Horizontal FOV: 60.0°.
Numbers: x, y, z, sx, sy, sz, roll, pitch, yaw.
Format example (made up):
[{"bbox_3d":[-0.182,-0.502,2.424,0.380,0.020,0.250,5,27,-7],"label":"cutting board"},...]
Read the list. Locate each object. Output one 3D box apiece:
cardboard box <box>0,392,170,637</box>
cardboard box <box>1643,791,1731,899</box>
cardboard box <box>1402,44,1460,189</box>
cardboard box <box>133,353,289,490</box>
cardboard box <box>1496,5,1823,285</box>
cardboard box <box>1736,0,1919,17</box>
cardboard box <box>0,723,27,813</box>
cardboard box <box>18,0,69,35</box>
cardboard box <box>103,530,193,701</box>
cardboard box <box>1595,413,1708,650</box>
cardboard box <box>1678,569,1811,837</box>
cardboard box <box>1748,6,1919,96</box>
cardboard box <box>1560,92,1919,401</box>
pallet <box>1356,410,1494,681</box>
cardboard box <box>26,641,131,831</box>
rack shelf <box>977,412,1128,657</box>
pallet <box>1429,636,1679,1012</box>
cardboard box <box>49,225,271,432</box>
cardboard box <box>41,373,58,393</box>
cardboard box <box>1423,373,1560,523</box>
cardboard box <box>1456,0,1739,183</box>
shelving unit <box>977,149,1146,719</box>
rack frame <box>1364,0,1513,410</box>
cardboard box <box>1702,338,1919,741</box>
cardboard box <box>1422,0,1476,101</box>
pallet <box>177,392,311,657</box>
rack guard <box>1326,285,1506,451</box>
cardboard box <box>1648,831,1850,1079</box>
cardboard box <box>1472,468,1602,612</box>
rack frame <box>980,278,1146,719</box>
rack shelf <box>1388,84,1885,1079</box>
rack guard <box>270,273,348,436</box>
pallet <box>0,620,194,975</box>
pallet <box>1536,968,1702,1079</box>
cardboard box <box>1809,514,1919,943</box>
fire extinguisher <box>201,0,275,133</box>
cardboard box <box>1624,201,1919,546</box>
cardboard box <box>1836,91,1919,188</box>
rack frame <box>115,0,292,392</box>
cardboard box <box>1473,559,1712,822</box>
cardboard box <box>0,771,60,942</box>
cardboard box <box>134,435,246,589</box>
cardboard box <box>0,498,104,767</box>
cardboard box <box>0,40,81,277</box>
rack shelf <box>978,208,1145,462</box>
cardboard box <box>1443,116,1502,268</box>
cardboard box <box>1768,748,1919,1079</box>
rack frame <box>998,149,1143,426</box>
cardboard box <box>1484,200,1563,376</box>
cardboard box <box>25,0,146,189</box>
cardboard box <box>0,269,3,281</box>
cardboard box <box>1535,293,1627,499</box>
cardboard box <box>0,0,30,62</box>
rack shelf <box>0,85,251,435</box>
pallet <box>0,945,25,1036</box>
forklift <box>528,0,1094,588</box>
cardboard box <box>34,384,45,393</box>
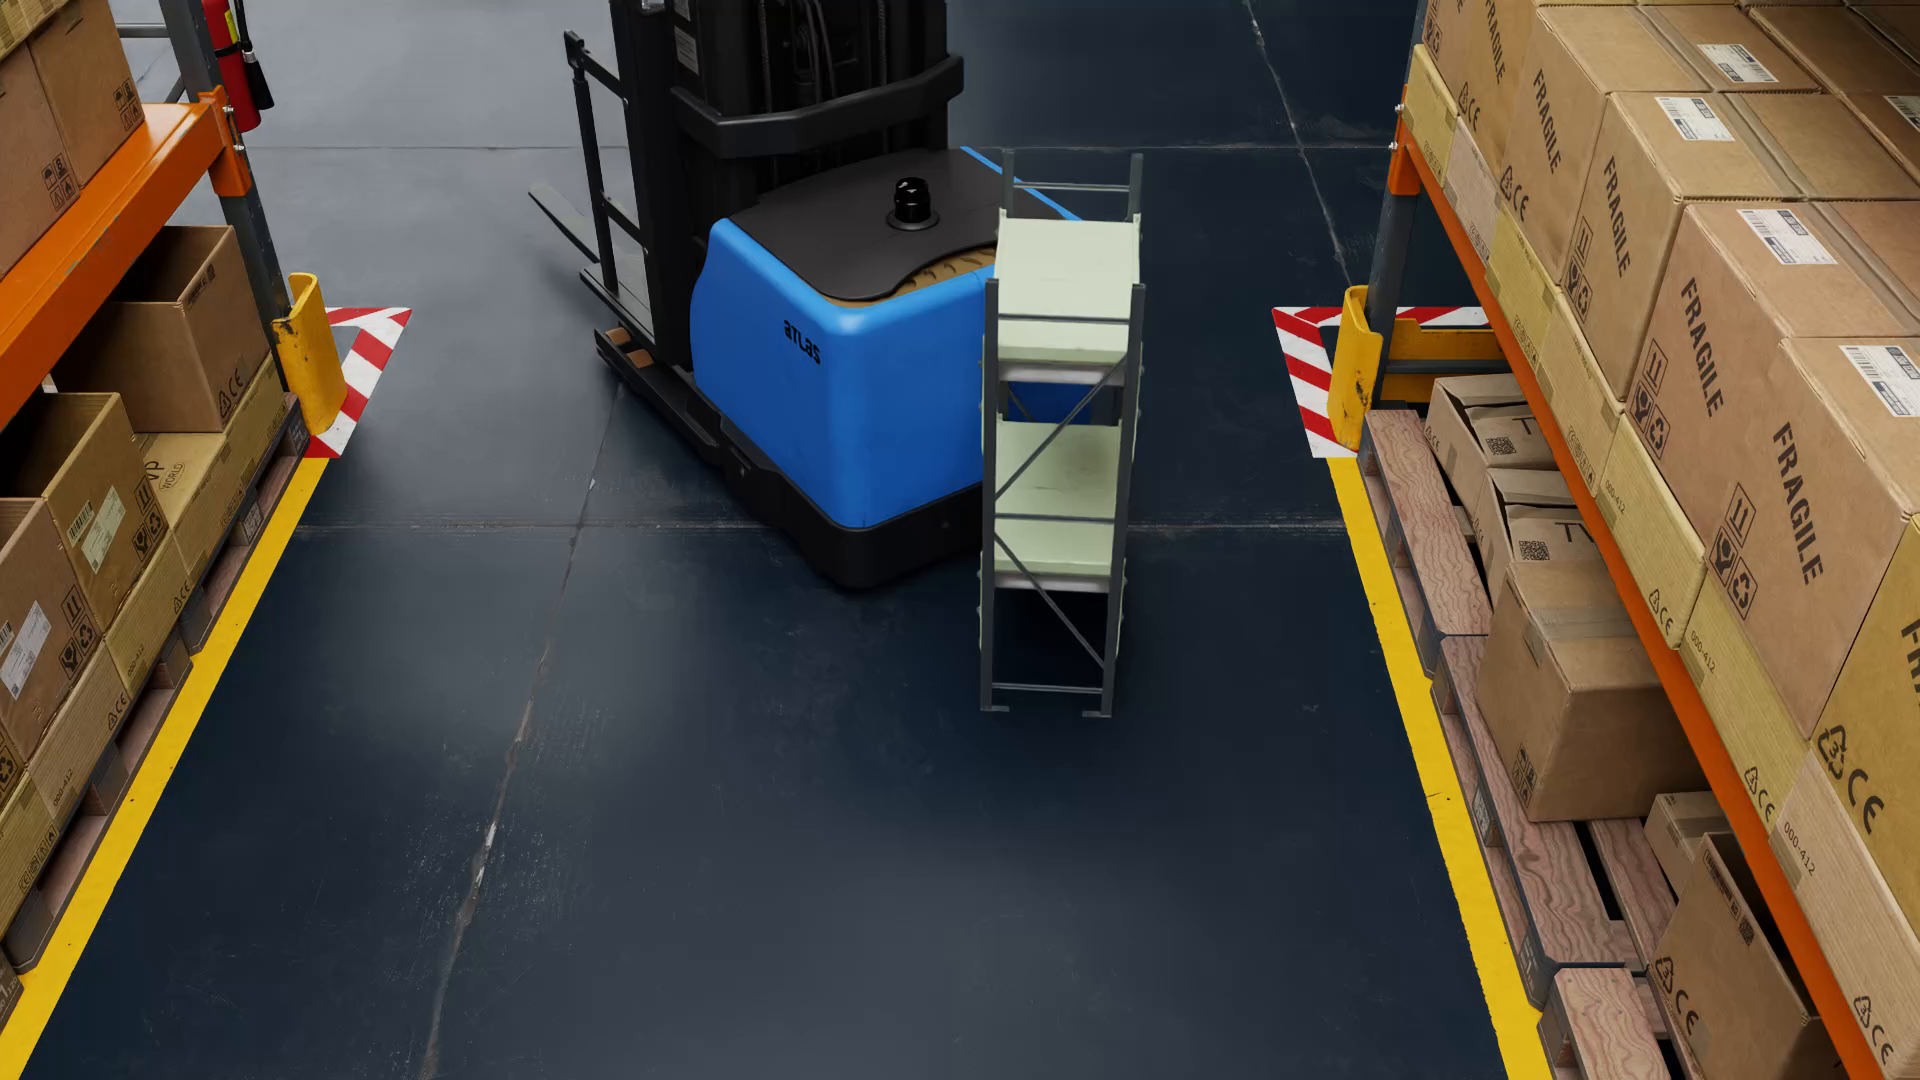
[{"bbox_3d":[-2.648,-0.075,4.708,0.500,0.500,0.500,0,39,0],"label":"cardboard box"},{"bbox_3d":[2.015,0.785,4.300,0.380,0.149,0.250,-3,39,-4],"label":"cardboard box"},{"bbox_3d":[1.675,-1.301,5.079,0.500,0.250,0.500,-1,39,-1],"label":"cardboard box"},{"bbox_3d":[-2.666,-0.407,5.723,0.500,0.250,0.500,0,39,0],"label":"cardboard box"},{"bbox_3d":[1.677,-0.968,4.064,0.500,0.500,0.500,-1,39,-2],"label":"cardboard box"},{"bbox_3d":[2.196,-1.290,4.465,0.500,0.500,0.500,0,39,1],"label":"cardboard box"},{"bbox_3d":[-2.646,0.551,3.927,0.500,0.500,0.500,0,39,0],"label":"cardboard box"},{"bbox_3d":[-2.769,-1.541,4.676,0.380,0.149,0.250,1,39,1],"label":"cardboard box"},{"bbox_3d":[-2.651,0.218,4.942,0.500,0.250,0.500,0,39,0],"label":"cardboard box"},{"bbox_3d":[1.685,-0.027,3.489,0.500,0.250,0.500,0,39,0],"label":"cardboard box"},{"bbox_3d":[1.701,0.287,3.097,0.500,0.250,0.500,0,39,0],"label":"cardboard box"},{"bbox_3d":[2.201,-0.967,4.062,0.500,0.500,0.500,-1,39,-1],"label":"cardboard box"},{"bbox_3d":[1.689,-0.646,3.661,0.500,0.500,0.500,1,39,1],"label":"cardboard box"},{"bbox_3d":[1.958,-0.014,5.598,1.003,0.211,1.213,0,39,0],"label":"pallet"},{"bbox_3d":[-2.652,0.531,4.552,0.500,0.250,0.500,0,39,0],"label":"cardboard box"},{"bbox_3d":[0.291,-0.030,5.110,0.431,0.370,0.720,3,39,3],"label":"rack shelf"},{"bbox_3d":[1.956,0.747,4.649,1.003,0.211,1.213,0,39,0],"label":"pallet"},{"bbox_3d":[-2.663,-0.700,5.488,0.500,0.500,0.500,0,39,0],"label":"cardboard box"},{"bbox_3d":[-3.184,-0.407,5.722,0.500,0.250,0.500,0,39,0],"label":"cardboard box"},{"bbox_3d":[1.903,-0.347,5.583,0.500,0.311,0.500,-4,39,-5],"label":"cardboard box"},{"bbox_3d":[1.683,-1.292,4.467,0.500,0.500,0.500,0,39,0],"label":"cardboard box"},{"bbox_3d":[0.291,-0.285,4.906,0.431,1.500,0.755,3,39,3],"label":"shelving unit"},{"bbox_3d":[1.992,-1.657,5.420,1.000,3.000,0.127,0,39,0],"label":"rack frame"},{"bbox_3d":[1.681,-0.005,2.862,0.500,0.500,0.500,0,39,0],"label":"cardboard box"},{"bbox_3d":[1.692,-1.601,4.853,0.500,0.500,0.500,0,39,0],"label":"cardboard box"},{"bbox_3d":[-2.919,-0.085,5.687,1.003,0.211,1.213,0,39,0],"label":"pallet"},{"bbox_3d":[1.992,-0.635,6.142,1.175,0.500,0.348,0,39,0],"label":"rack guard"},{"bbox_3d":[1.955,0.999,3.752,0.500,0.500,0.500,-3,39,-3],"label":"cardboard box"},{"bbox_3d":[1.903,0.009,5.138,0.500,0.311,0.500,3,39,4],"label":"cardboard box"},{"bbox_3d":[0.263,-0.057,4.621,0.400,1.500,0.023,3,39,3],"label":"rack frame"},{"bbox_3d":[1.994,-0.126,4.084,1.077,0.370,4.000,0,39,0],"label":"rack shelf"},{"bbox_3d":[-2.962,-0.691,6.213,1.175,0.500,0.348,0,39,0],"label":"rack guard"},{"bbox_3d":[-2.920,0.676,4.738,1.003,0.211,1.213,0,39,0],"label":"pallet"},{"bbox_3d":[1.960,1.512,3.694,1.003,0.211,1.213,0,39,0],"label":"pallet"},{"bbox_3d":[1.687,0.307,2.473,0.500,0.500,0.500,0,39,0],"label":"cardboard box"},{"bbox_3d":[-2.497,-1.696,5.529,0.296,0.674,0.183,0,39,0],"label":"fire extinguisher"},{"bbox_3d":[1.691,-0.320,3.255,0.500,0.500,0.500,-1,39,-1],"label":"cardboard box"},{"bbox_3d":[2.201,-0.652,3.669,0.500,0.500,0.500,0,39,1],"label":"cardboard box"},{"bbox_3d":[-2.962,-1.652,5.412,1.000,3.000,0.127,0,39,0],"label":"rack frame"},{"bbox_3d":[1.854,0.394,4.506,0.700,0.500,0.500,-2,39,-3],"label":"cardboard box"},{"bbox_3d":[-2.645,0.843,4.162,0.500,0.250,0.500,0,39,0],"label":"cardboard box"},{"bbox_3d":[-2.653,-0.095,5.332,0.500,0.250,0.500,0,39,0],"label":"cardboard box"},{"bbox_3d":[-2.648,0.238,4.318,0.500,0.500,0.500,0,39,0],"label":"cardboard box"},{"bbox_3d":[-2.969,-1.070,4.607,0.700,0.500,0.500,1,39,1],"label":"cardboard box"},{"bbox_3d":[0.291,-0.589,4.662,0.431,0.370,0.720,3,39,3],"label":"rack shelf"},{"bbox_3d":[1.690,-0.977,4.674,0.500,0.250,0.500,-1,39,-1],"label":"cardboard box"},{"bbox_3d":[1.693,0.599,2.708,0.500,0.250,0.500,0,39,0],"label":"cardboard box"},{"bbox_3d":[0.320,-0.513,5.191,0.400,1.500,0.023,3,39,3],"label":"rack frame"},{"bbox_3d":[1.685,-0.658,4.276,0.500,0.250,0.500,-1,39,-1],"label":"cardboard box"},{"bbox_3d":[-2.974,-1.399,5.017,0.700,0.500,0.500,0,39,0],"label":"cardboard box"},{"bbox_3d":[-2.974,-0.760,4.219,0.700,0.500,0.500,0,39,0],"label":"cardboard box"},{"bbox_3d":[1.683,-0.342,3.882,0.500,0.250,0.500,0,39,0],"label":"cardboard box"},{"bbox_3d":[-2.769,-1.381,4.476,0.380,0.149,0.250,-1,39,-1],"label":"cardboard box"},{"bbox_3d":[-2.959,-0.120,4.077,1.077,0.370,4.000,0,39,0],"label":"rack shelf"},{"bbox_3d":[-2.916,1.441,3.783,1.003,0.211,1.213,0,39,0],"label":"pallet"},{"bbox_3d":[-0.780,-1.869,5.738,1.130,2.935,3.031,-23,44,-26],"label":"forklift"},{"bbox_3d":[-3.181,-0.387,5.097,0.500,0.500,0.500,0,39,0],"label":"cardboard box"}]
